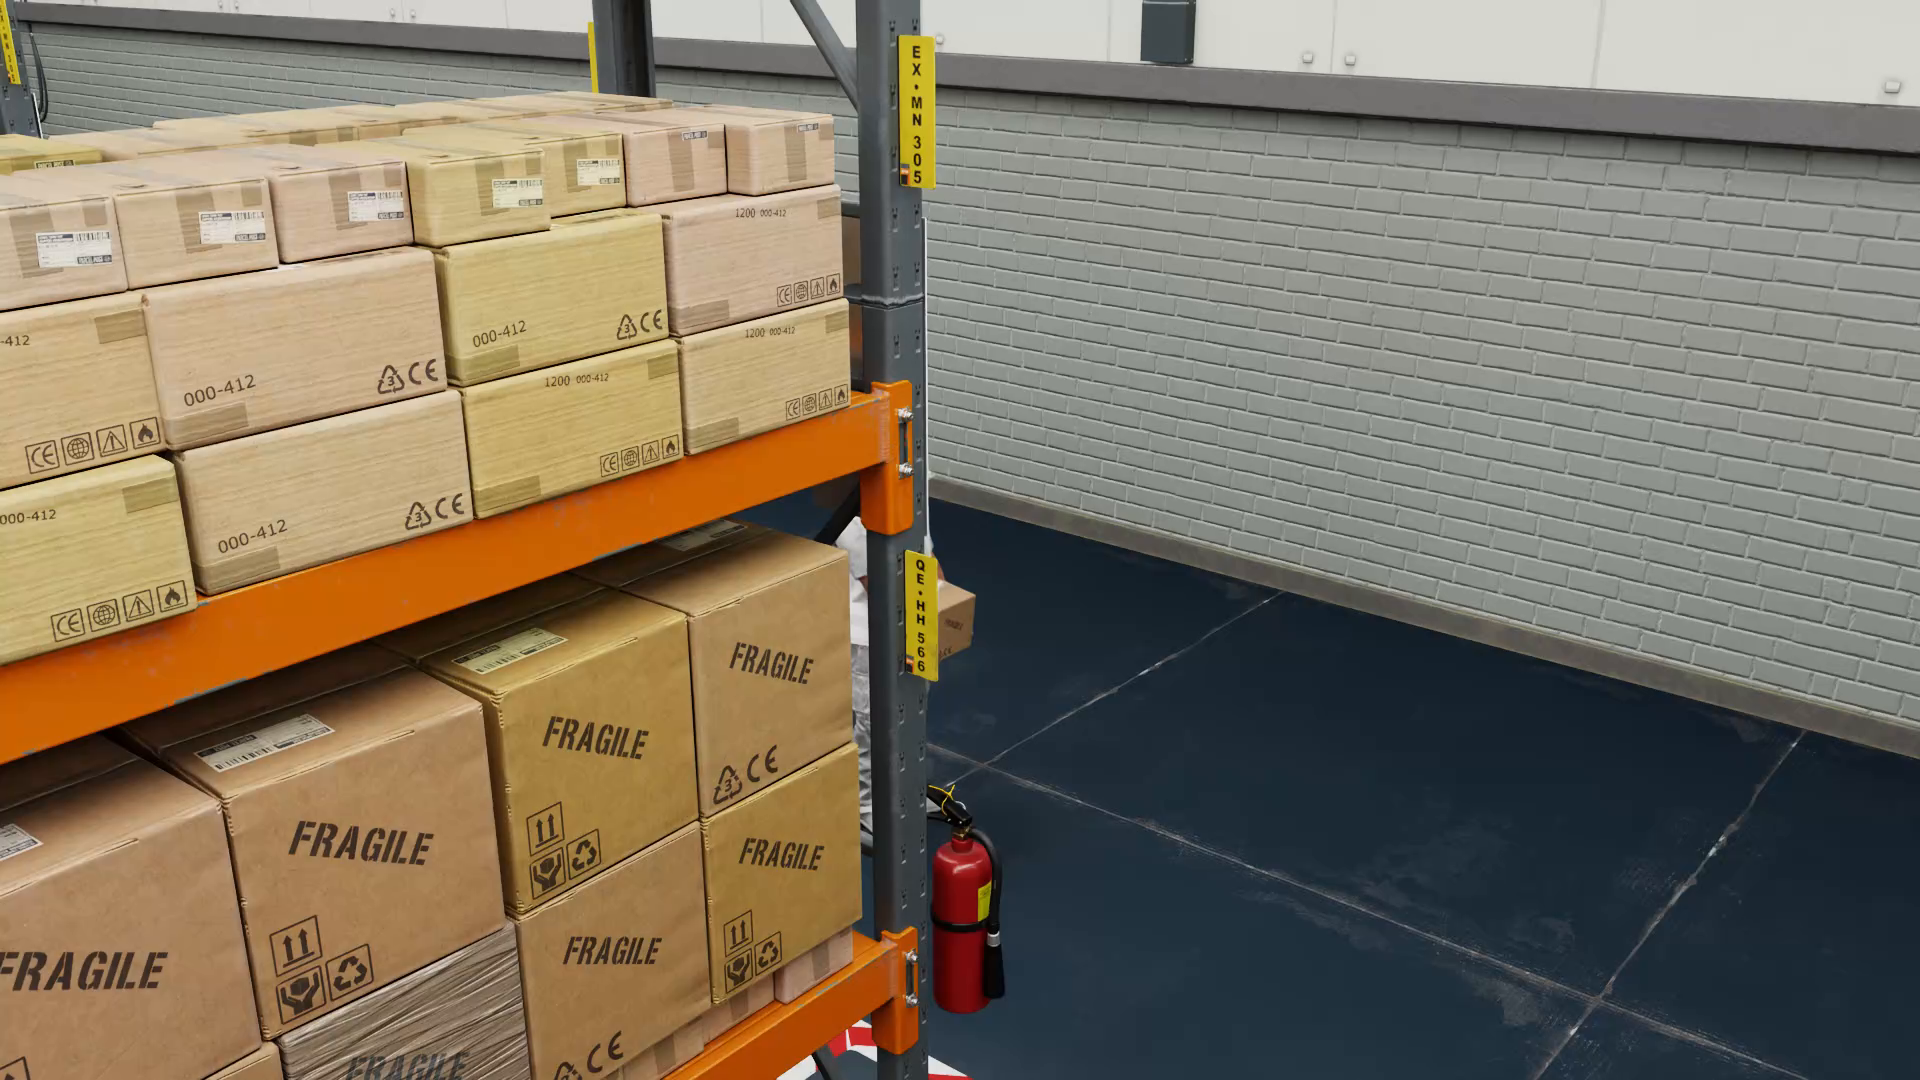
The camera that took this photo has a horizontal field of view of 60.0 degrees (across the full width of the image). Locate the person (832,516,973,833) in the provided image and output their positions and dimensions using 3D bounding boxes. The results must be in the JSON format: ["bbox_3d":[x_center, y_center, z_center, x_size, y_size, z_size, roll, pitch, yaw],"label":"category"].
[{"bbox_3d":[-0.241,0.441,7.336,0.578,1.779,0.488,16,26,37],"label":"person"}]
